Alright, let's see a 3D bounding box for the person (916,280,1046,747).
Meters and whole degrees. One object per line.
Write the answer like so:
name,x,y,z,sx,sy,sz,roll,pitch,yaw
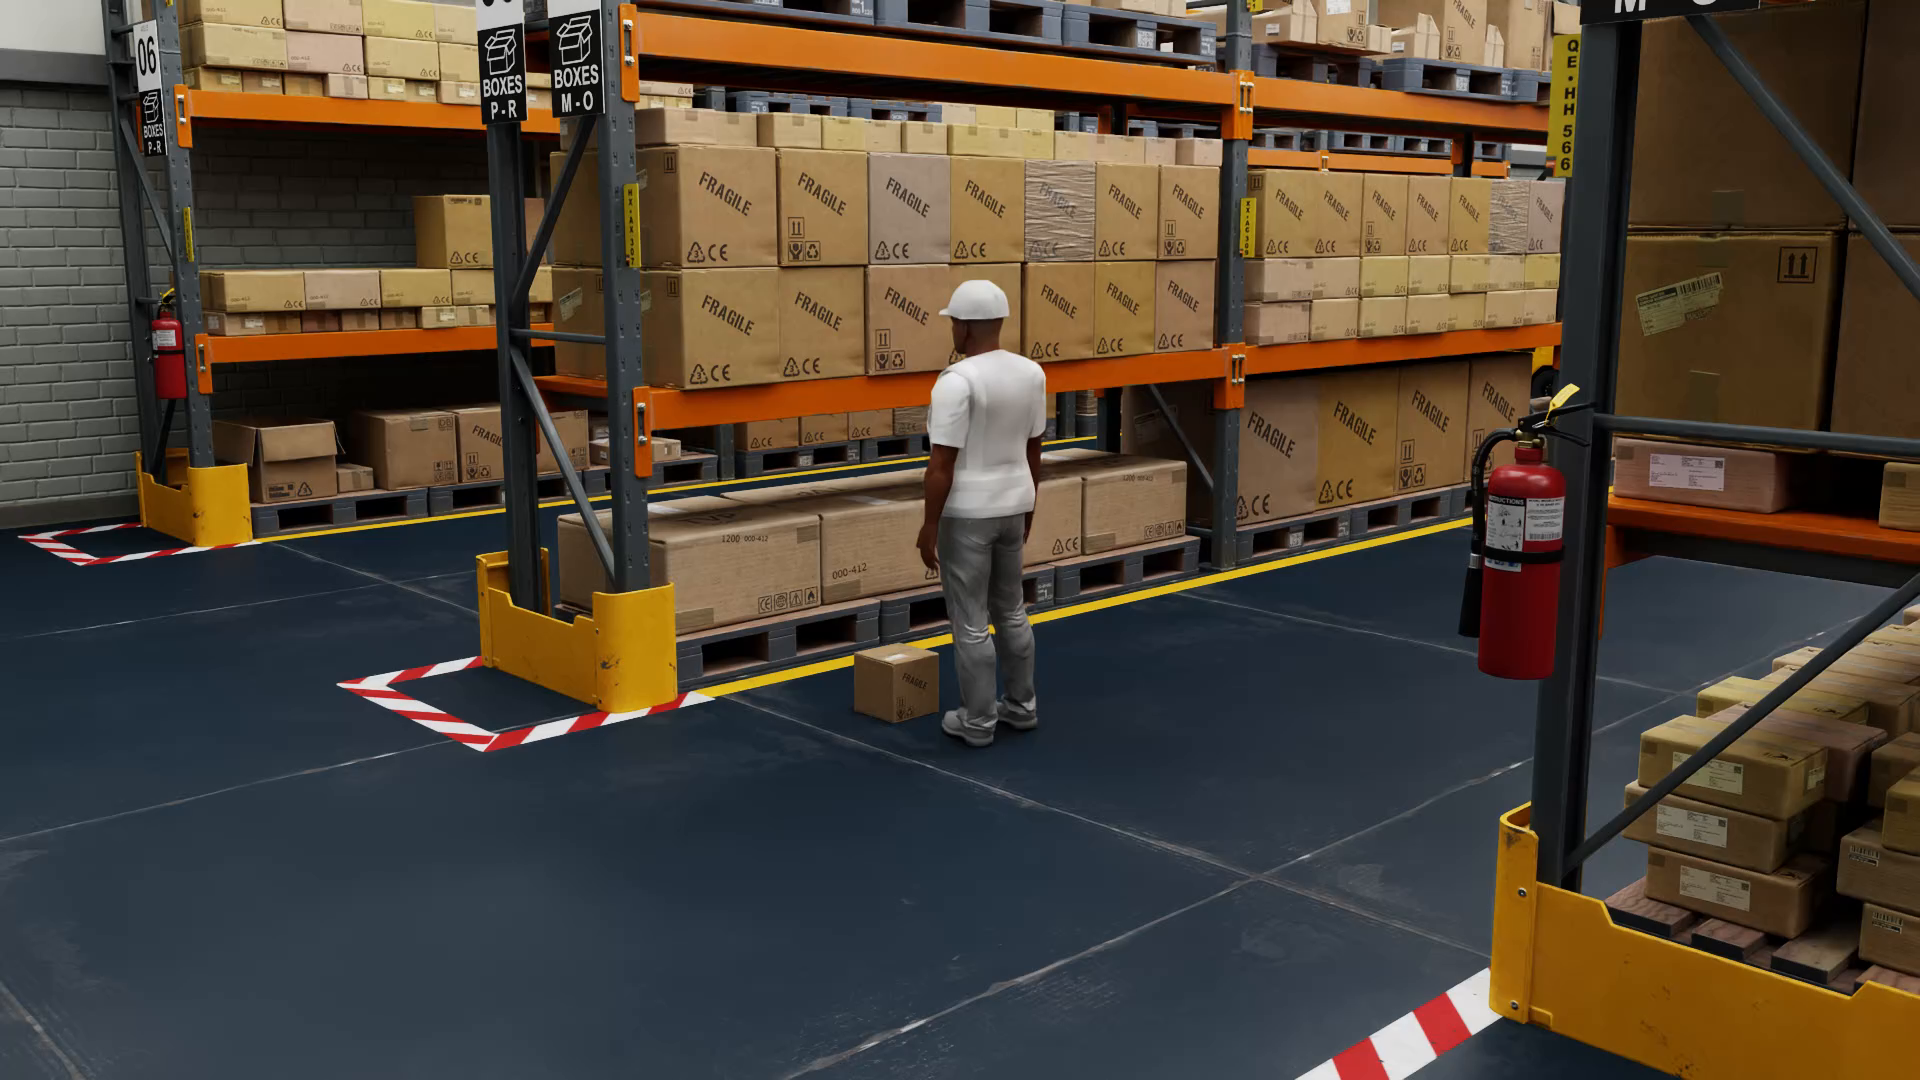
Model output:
person,0.065,-0.101,6.368,0.602,1.770,0.392,-10,14,-43
